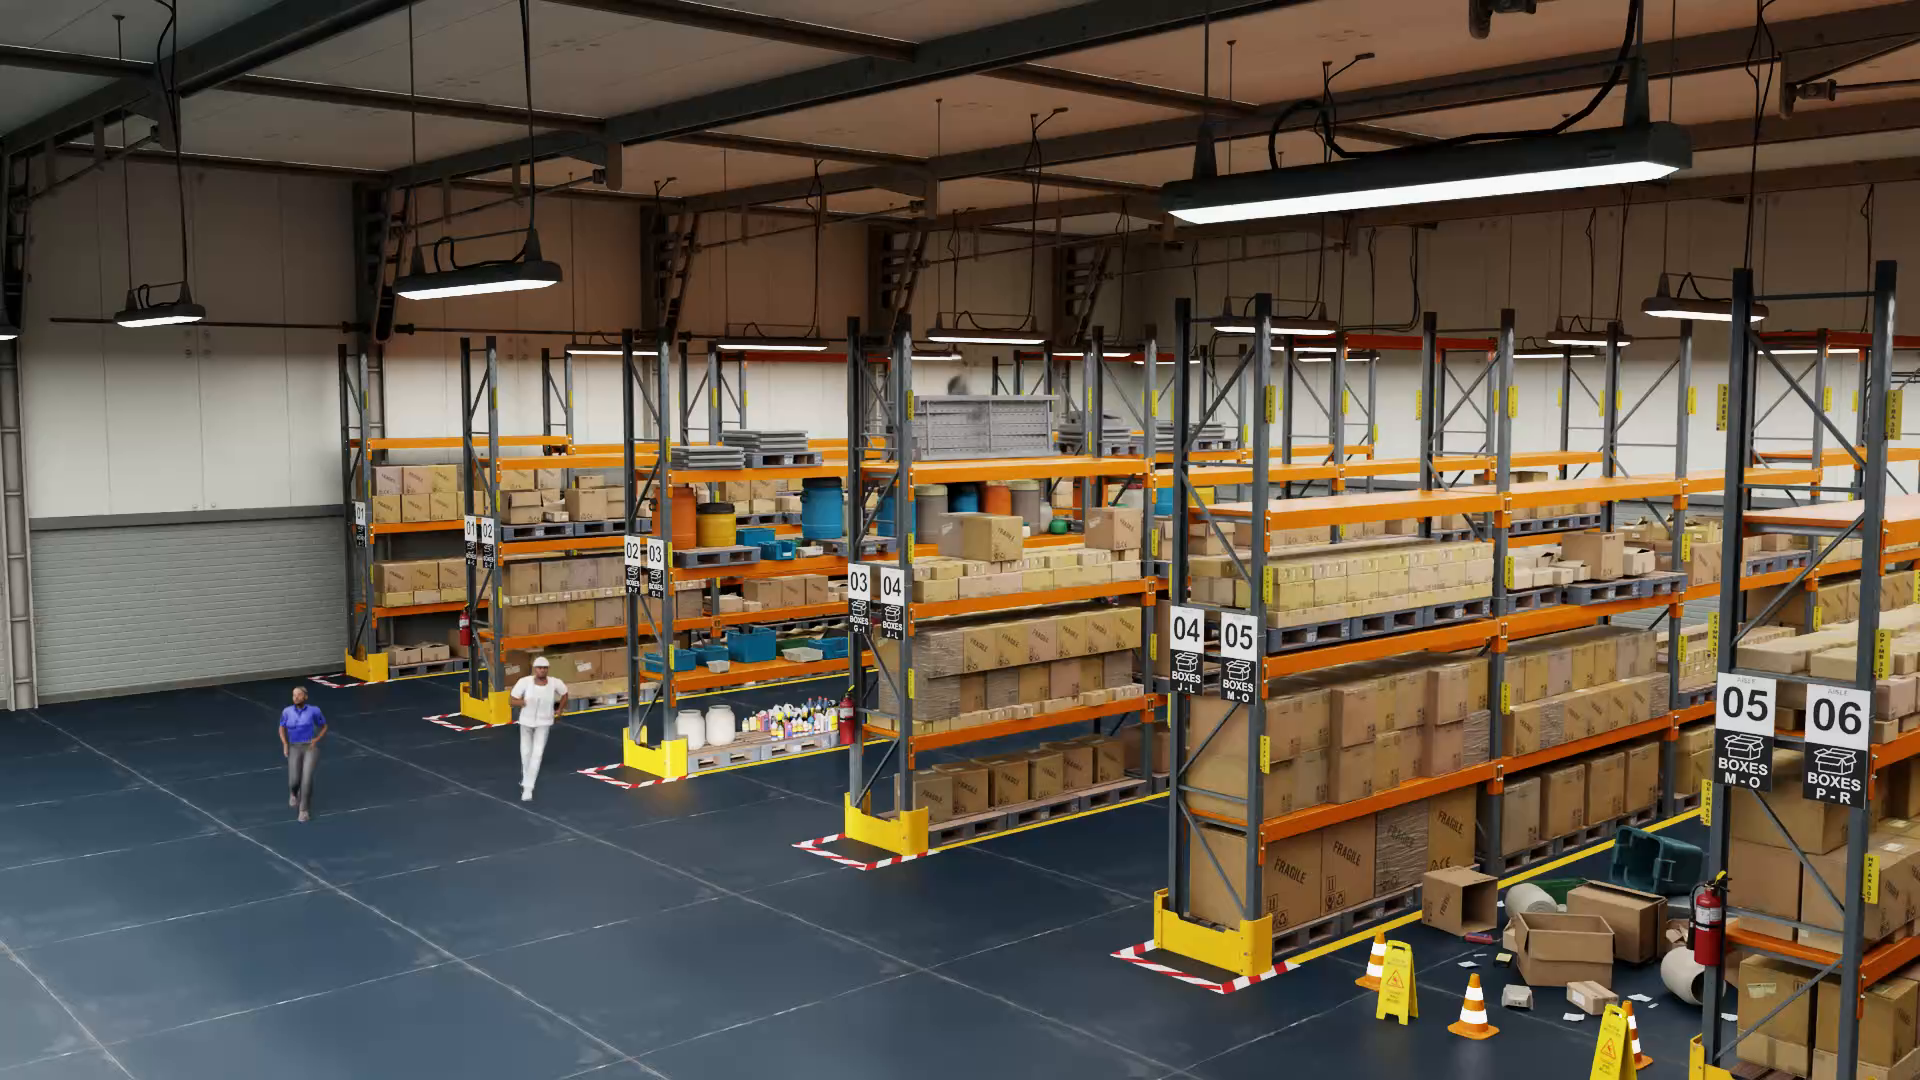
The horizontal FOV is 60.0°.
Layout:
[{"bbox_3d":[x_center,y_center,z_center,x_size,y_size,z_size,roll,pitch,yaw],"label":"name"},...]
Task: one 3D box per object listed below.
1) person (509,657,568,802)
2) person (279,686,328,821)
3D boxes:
[{"bbox_3d":[-5.407,2.377,21.323,0.706,1.786,0.872,0,5,-5],"label":"person"},{"bbox_3d":[-7.949,2.567,20.141,0.571,1.626,0.595,-1,5,-14],"label":"person"}]
